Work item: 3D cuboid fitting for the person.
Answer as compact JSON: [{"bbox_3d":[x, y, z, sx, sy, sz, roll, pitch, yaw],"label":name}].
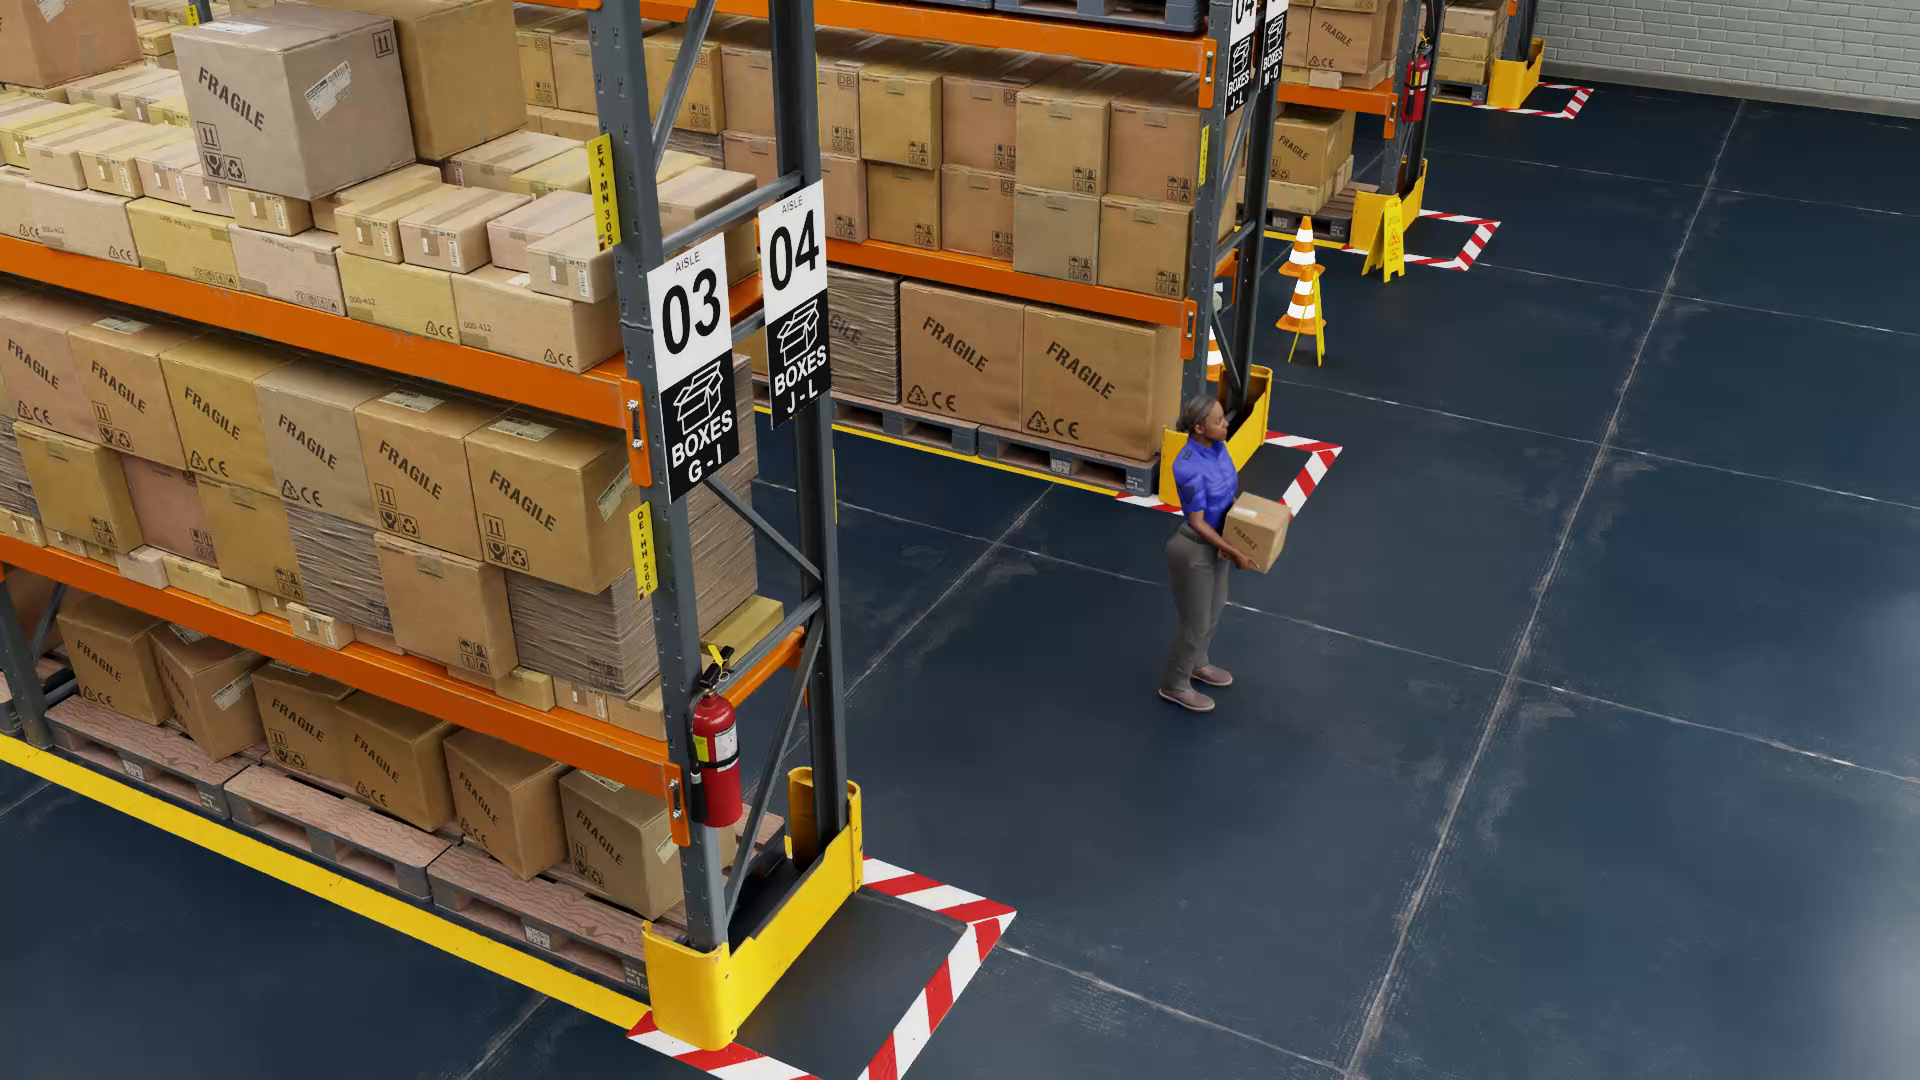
[{"bbox_3d":[1.236,0.088,8.138,0.488,1.658,0.476,19,35,29],"label":"person"}]
